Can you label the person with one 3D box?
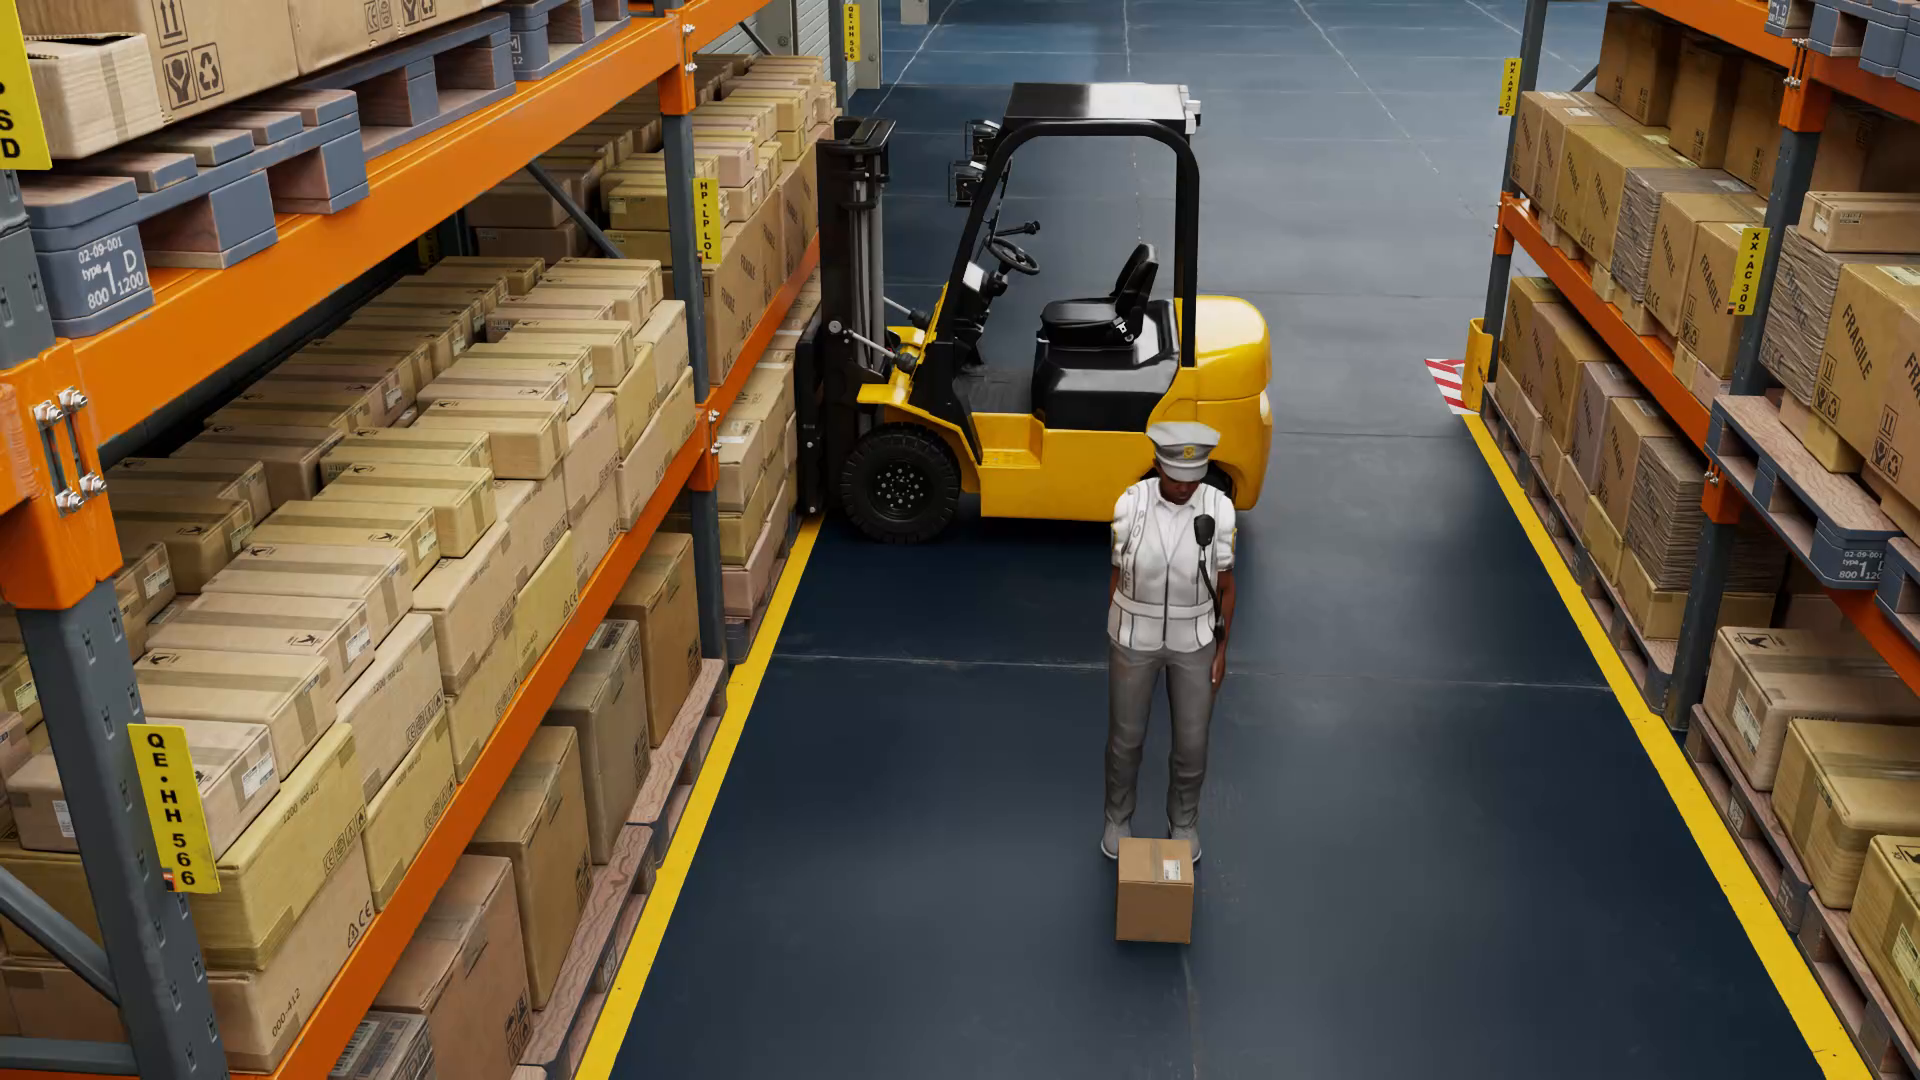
[{"bbox_3d":[0.731,0.372,5.813,0.436,1.659,0.339,2,25,5],"label":"person"}]
